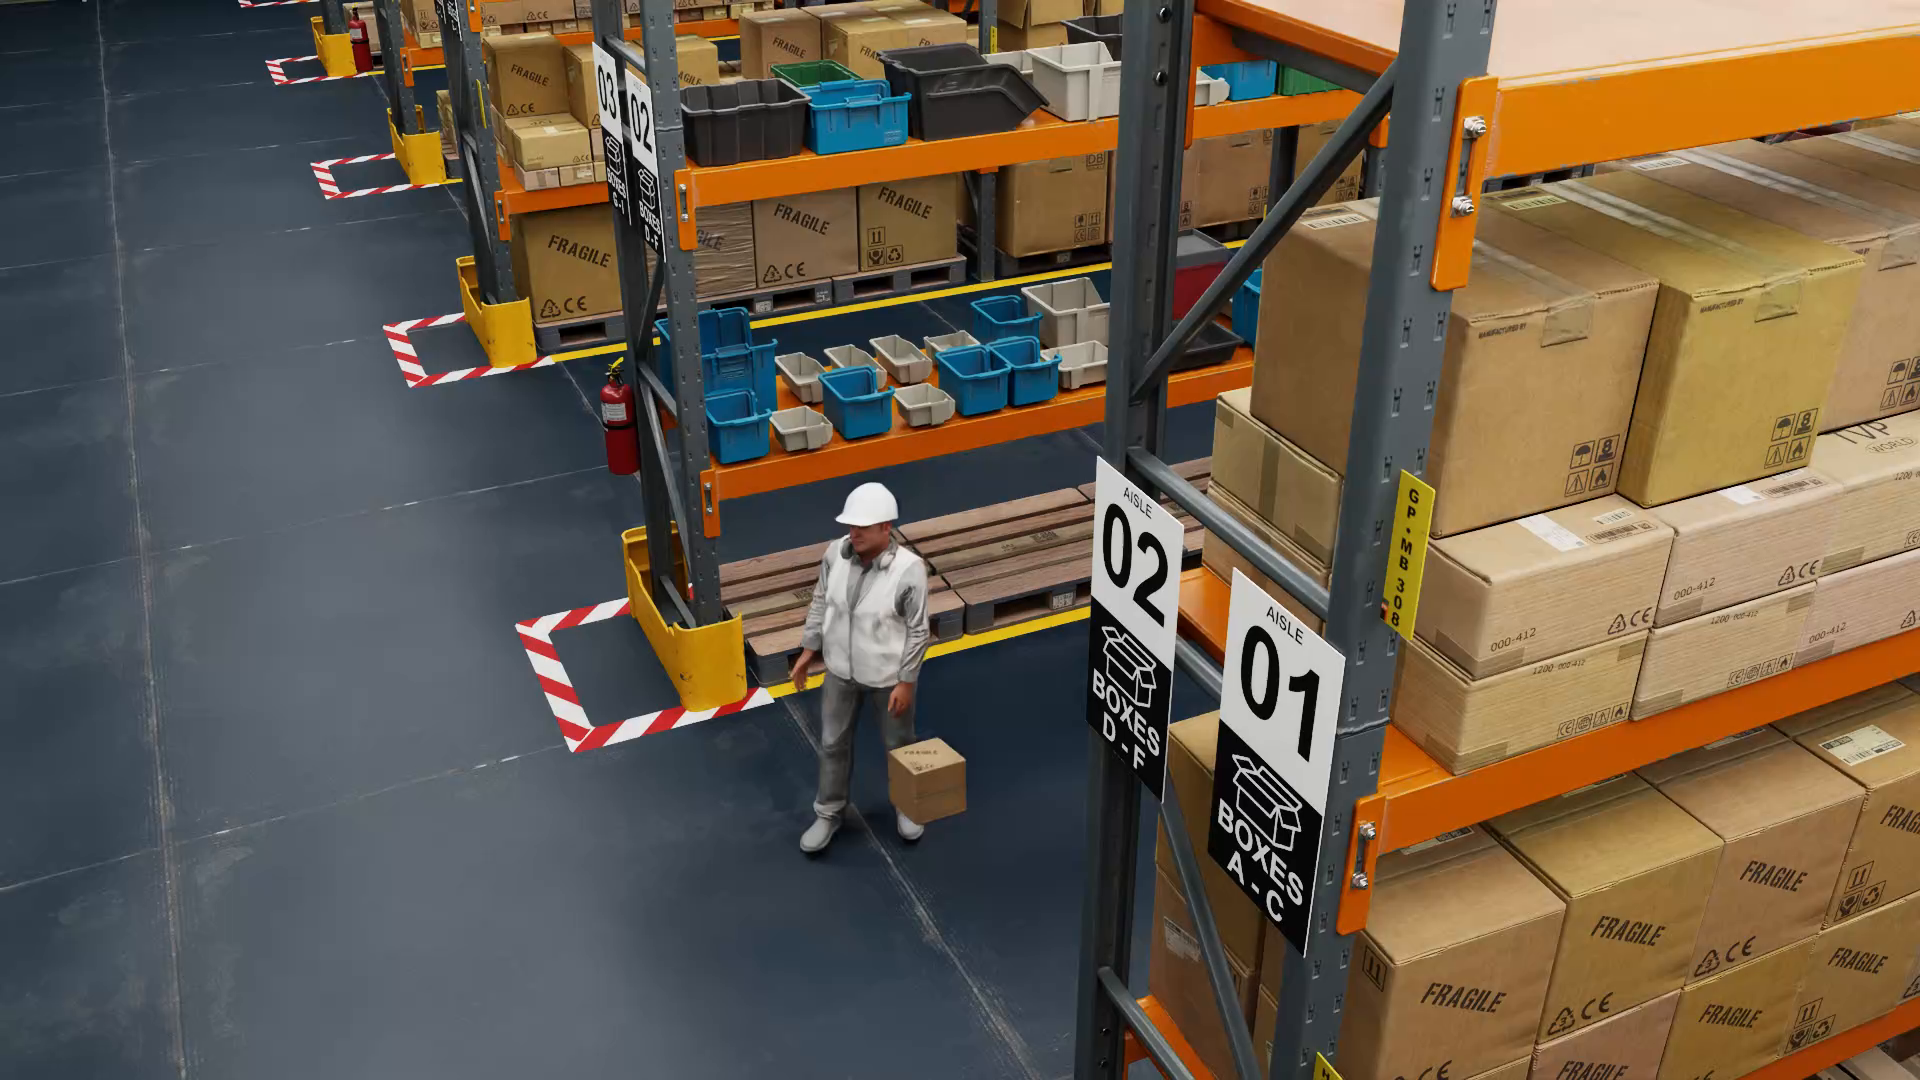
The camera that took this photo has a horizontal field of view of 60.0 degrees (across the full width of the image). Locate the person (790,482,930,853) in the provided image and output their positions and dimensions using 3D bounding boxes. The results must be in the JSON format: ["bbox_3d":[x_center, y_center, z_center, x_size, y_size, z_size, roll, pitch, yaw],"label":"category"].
[{"bbox_3d":[-0.439,0.589,7.349,0.614,1.773,0.572,13,32,22],"label":"person"}]
